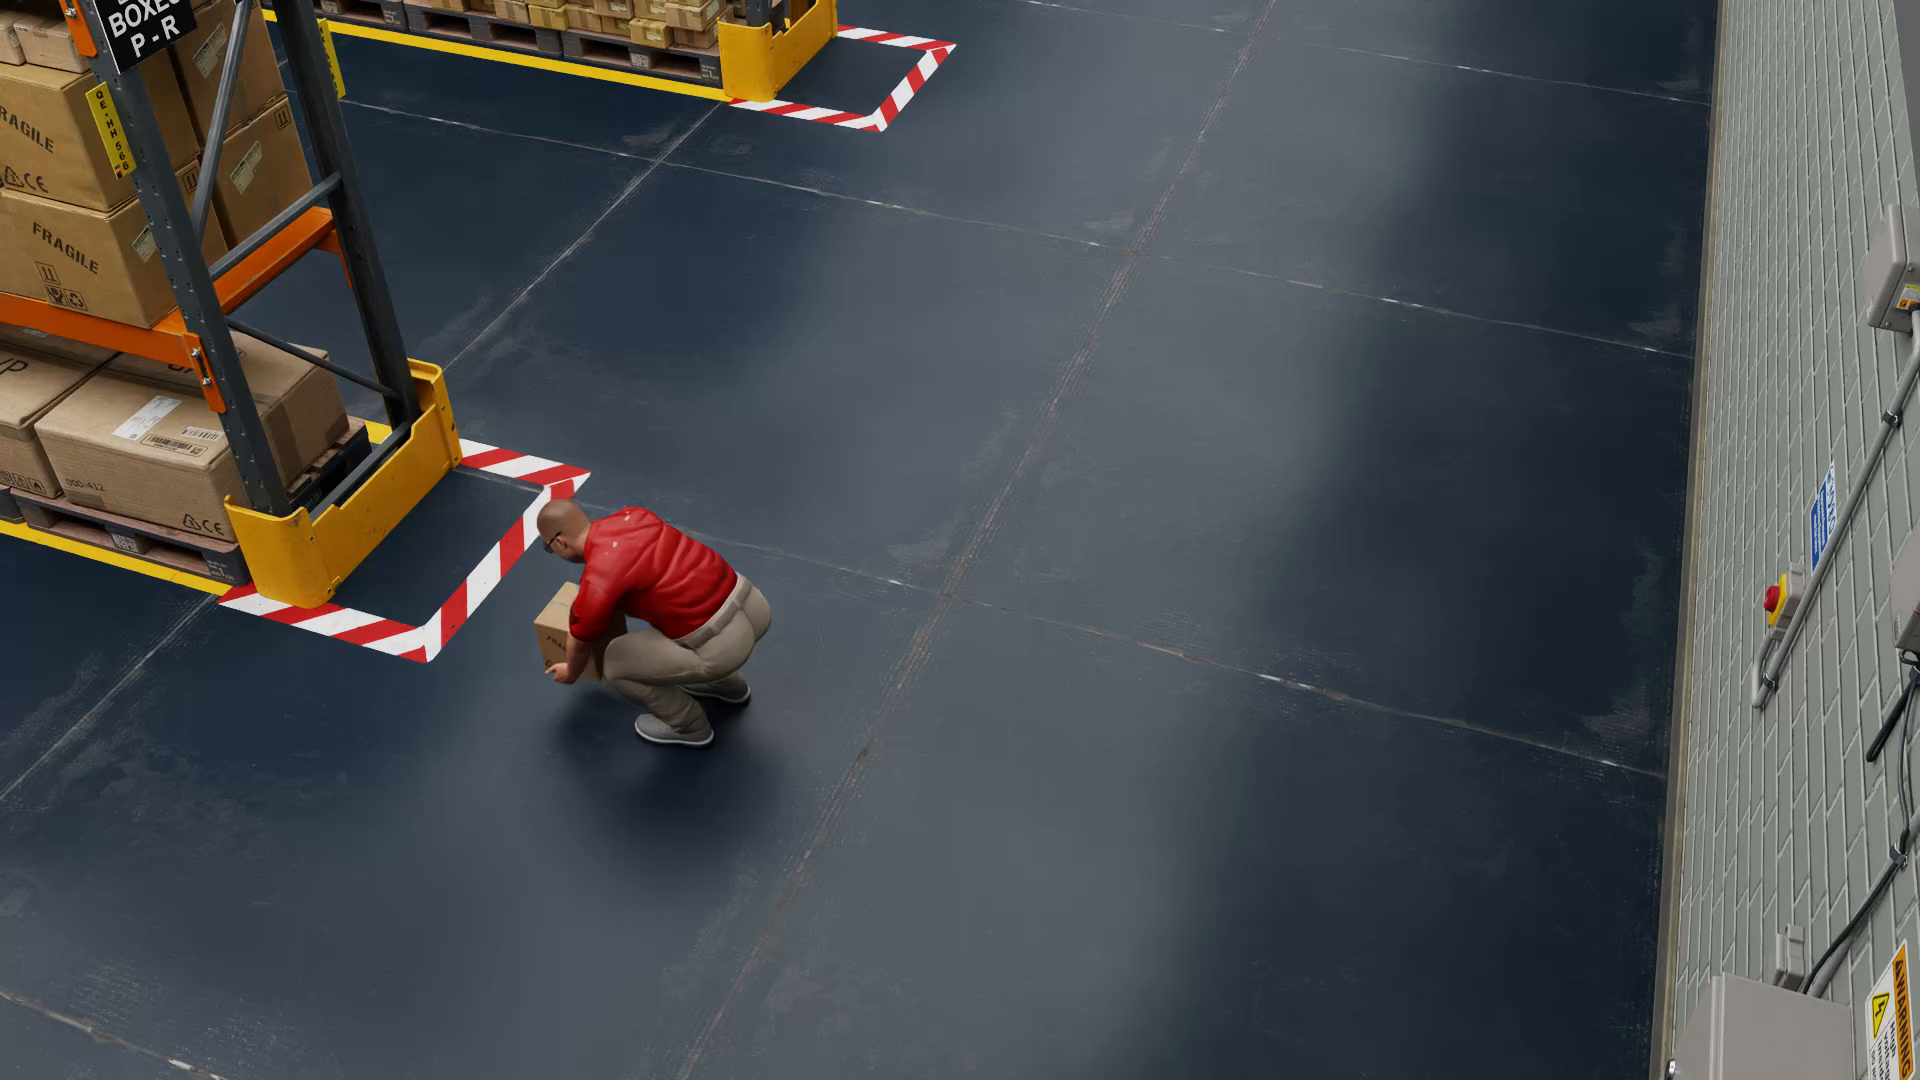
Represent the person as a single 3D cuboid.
[{"bbox_3d":[-1.167,0.307,6.342,0.856,1.046,0.573,13,43,15],"label":"person"}]
